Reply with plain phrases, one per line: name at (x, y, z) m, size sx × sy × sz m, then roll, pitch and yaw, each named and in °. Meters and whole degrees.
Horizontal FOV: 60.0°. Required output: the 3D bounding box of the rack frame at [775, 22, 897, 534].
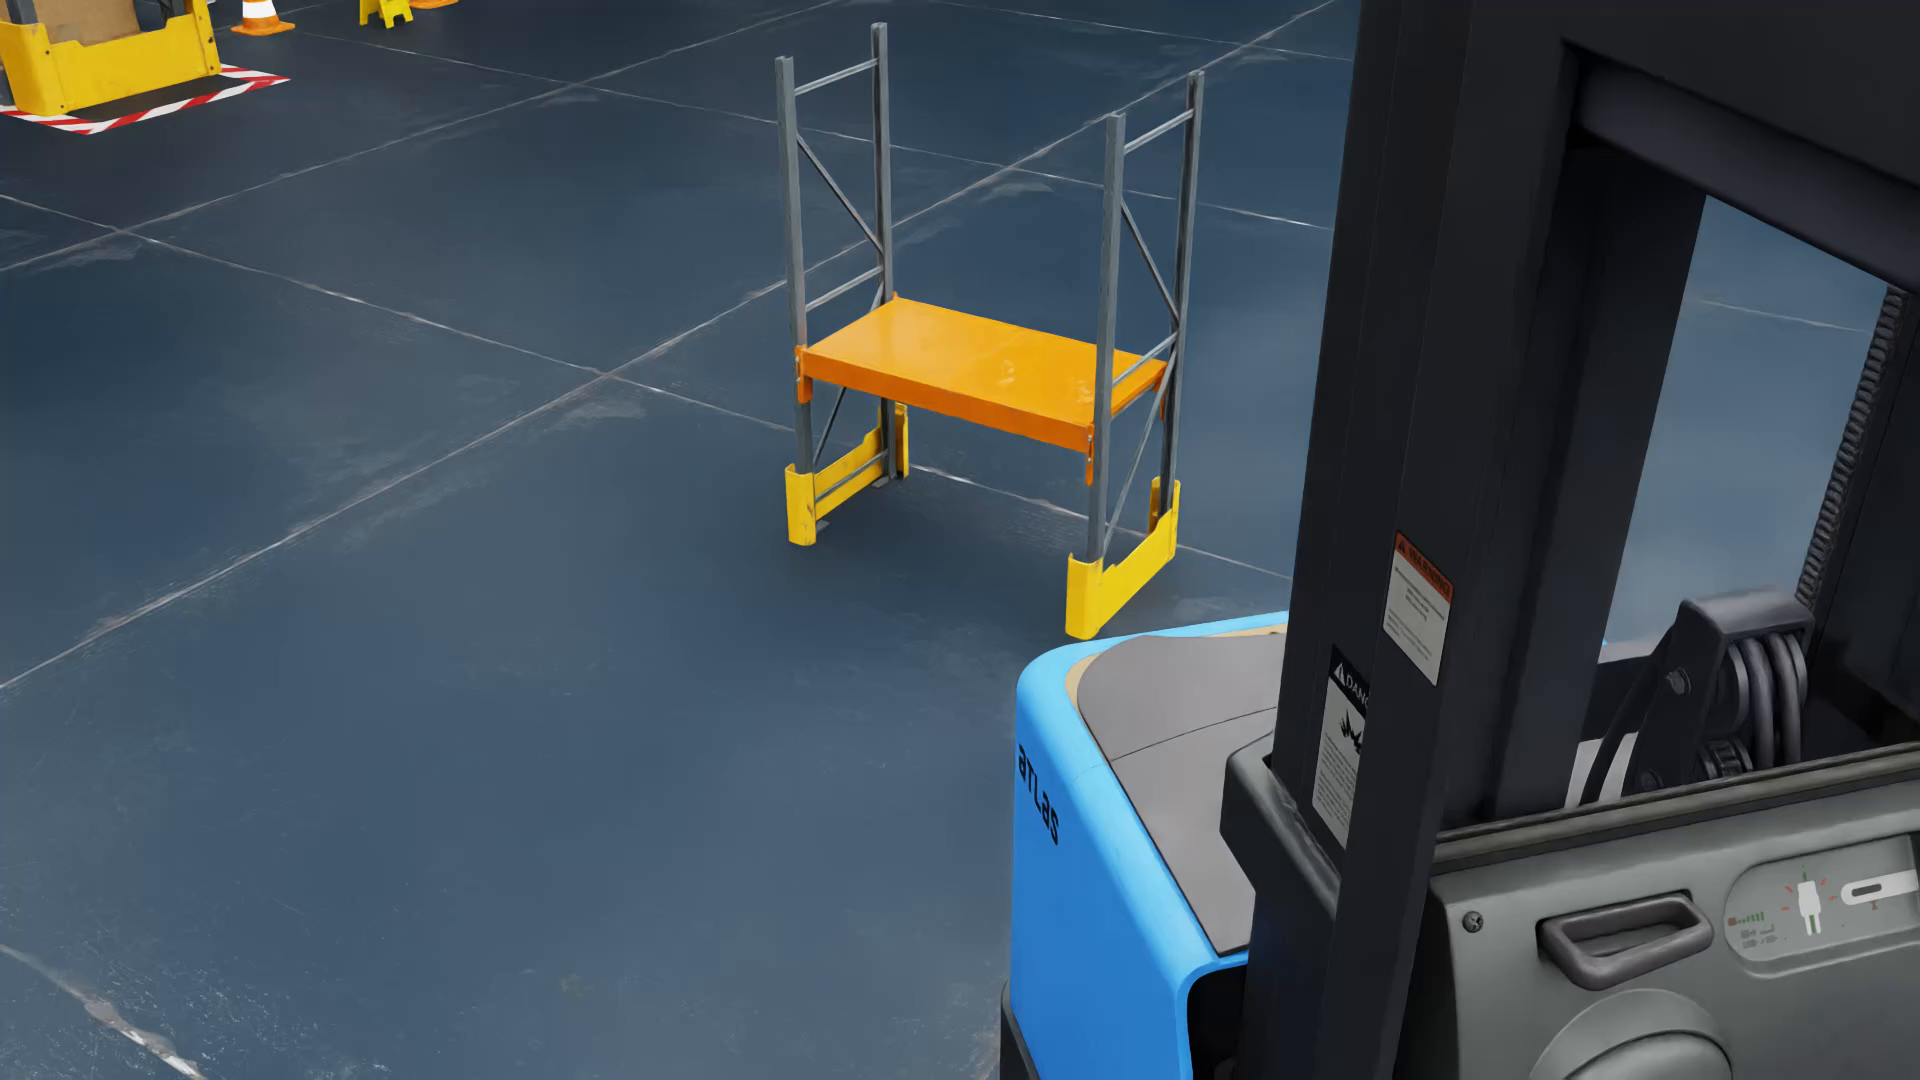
rack frame at (-0.358, -0.761, 5.066) m, size 0.032 × 1.500 × 0.500 m, roll 18°, pitch 35°, yaw 27°

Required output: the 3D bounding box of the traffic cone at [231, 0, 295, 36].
traffic cone at (-4.649, -3.610, 10.979) m, size 0.334 × 0.463 × 0.336 m, roll 18°, pitch 35°, yaw 27°

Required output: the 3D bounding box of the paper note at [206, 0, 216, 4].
paper note at (-5.345, -3.808, 11.749) m, size 0.144 × 0.017 × 0.142 m, roll -21°, pitch 36°, yaw -32°

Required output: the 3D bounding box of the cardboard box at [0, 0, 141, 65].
cardboard box at (-5.564, -3.375, 9.750) m, size 0.875 × 0.875 × 0.875 m, roll 18°, pitch 35°, yaw 28°

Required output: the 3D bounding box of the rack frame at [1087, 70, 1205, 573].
rack frame at (0.503, -0.489, 4.599) m, size 0.032 × 1.500 × 0.500 m, roll 18°, pitch 35°, yaw 27°

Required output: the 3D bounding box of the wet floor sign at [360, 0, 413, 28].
wet floor sign at (-3.877, -3.778, 11.086) m, size 0.232 × 0.644 × 0.267 m, roll 12°, pitch 32°, yaw 19°

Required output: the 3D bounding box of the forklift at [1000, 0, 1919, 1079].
forklift at (0.961, 0.498, 1.487) m, size 1.130 × 2.935 × 3.031 m, roll -8°, pitch 31°, yaw -13°

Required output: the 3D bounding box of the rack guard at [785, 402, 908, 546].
rack guard at (-0.357, -0.221, 5.381) m, size 0.087 × 0.250 × 0.587 m, roll 18°, pitch 35°, yaw 27°

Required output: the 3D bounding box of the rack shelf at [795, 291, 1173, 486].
rack shelf at (0.072, -0.470, 4.924) m, size 1.000 × 0.185 × 0.538 m, roll 18°, pitch 35°, yaw 27°

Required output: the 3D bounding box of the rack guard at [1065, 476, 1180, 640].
rack guard at (0.486, 0.046, 4.923) m, size 0.087 × 0.250 × 0.587 m, roll 18°, pitch 35°, yaw 27°

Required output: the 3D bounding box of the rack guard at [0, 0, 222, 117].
rack guard at (-4.934, -2.872, 9.676) m, size 0.348 × 0.500 × 1.175 m, roll 18°, pitch 35°, yaw 27°

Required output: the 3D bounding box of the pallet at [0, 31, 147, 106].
pallet at (-5.673, -2.934, 10.070) m, size 1.213 × 0.211 × 1.003 m, roll 18°, pitch 35°, yaw 27°

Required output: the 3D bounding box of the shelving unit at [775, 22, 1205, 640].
shelving unit at (0.065, -0.627, 4.837) m, size 1.083 × 1.500 × 0.587 m, roll 18°, pitch 35°, yaw 27°

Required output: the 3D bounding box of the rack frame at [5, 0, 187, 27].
rack frame at (-4.954, -3.958, 9.057) m, size 0.127 × 3.000 × 1.000 m, roll 18°, pitch 35°, yaw 27°

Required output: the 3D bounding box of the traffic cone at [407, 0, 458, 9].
traffic cone at (-3.760, -4.002, 11.650) m, size 0.334 × 0.463 × 0.336 m, roll 18°, pitch 35°, yaw 27°
